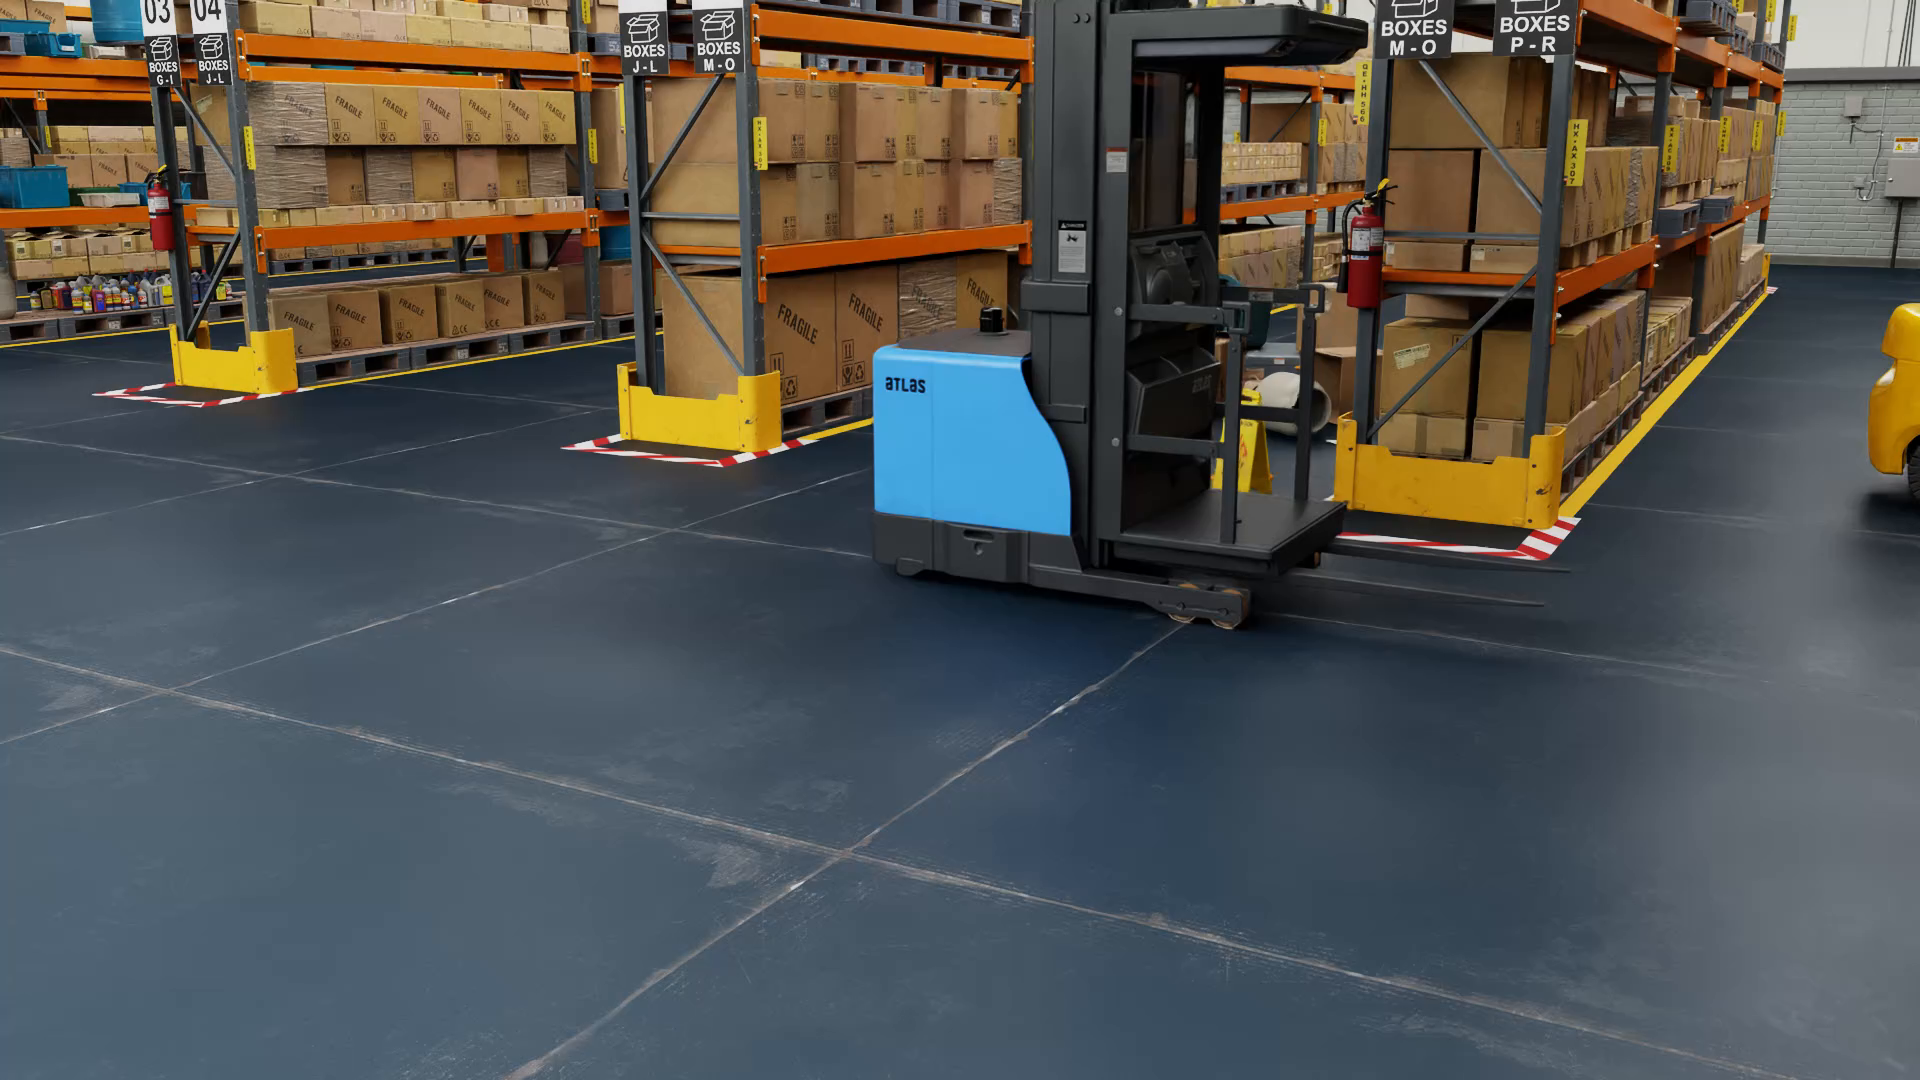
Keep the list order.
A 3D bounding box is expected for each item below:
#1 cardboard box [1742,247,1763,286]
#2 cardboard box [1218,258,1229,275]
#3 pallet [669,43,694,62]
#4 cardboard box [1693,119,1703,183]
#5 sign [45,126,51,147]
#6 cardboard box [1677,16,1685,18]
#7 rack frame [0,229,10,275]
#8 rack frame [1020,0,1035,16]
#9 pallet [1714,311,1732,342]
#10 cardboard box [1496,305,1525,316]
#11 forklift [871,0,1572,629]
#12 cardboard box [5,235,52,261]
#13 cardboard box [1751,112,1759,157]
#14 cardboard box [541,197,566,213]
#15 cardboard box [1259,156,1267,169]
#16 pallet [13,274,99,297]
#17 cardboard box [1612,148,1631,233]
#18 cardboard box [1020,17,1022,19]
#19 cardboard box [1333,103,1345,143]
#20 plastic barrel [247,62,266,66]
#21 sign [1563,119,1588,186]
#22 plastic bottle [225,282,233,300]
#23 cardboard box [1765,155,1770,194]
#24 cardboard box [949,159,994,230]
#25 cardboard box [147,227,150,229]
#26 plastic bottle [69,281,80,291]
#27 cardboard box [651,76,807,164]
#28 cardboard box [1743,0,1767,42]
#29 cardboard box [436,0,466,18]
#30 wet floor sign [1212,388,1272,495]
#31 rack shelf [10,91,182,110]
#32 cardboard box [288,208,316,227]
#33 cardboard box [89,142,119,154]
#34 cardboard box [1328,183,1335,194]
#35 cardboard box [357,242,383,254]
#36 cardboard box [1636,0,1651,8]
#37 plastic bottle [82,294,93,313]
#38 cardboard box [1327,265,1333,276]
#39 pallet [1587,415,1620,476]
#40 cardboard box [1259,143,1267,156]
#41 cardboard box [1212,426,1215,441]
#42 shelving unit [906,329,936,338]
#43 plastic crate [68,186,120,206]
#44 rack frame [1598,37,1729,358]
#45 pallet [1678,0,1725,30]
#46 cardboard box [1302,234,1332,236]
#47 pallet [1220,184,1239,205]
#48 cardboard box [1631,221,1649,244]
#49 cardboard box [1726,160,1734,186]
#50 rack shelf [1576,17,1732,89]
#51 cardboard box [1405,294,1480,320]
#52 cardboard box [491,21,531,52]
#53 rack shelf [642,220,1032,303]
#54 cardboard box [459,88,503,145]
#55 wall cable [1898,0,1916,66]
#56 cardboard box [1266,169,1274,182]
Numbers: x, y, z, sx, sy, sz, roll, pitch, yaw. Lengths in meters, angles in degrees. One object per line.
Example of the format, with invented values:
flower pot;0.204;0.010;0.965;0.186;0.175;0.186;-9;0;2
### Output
cardboard box;9.694;-3.499;21.218;0.875;0.438;0.875;8;16;30
cardboard box;2.676;-2.880;18.517;0.500;0.500;0.500;7;15;26
pallet;-3.225;-5.231;17.834;1.213;0.211;1.003;7;15;28
cardboard box;5.769;-3.184;13.598;0.500;0.500;0.500;7;15;26
sign;-14.710;-6.506;26.818;0.100;0.325;0.005;7;15;28
cardboard box;5.781;-4.427;13.876;0.797;0.503;0.637;7;15;28
rack frame;-12.786;-4.660;21.463;1.000;3.000;0.127;7;15;28
rack frame;0.178;-5.871;13.684;1.000;3.000;0.127;7;15;28
pallet;7.531;-2.282;17.547;1.003;0.211;1.213;7;15;28
cardboard box;3.284;-1.230;10.604;0.500;0.500;0.500;7;15;27
forklift;1.125;-1.193;7.227;3.031;2.935;1.130;7;15;28
cardboard box;-12.368;-3.857;21.905;0.500;0.311;0.500;7;15;28
cardboard box;8.869;-4.660;19.117;0.500;0.500;0.500;7;15;28
cardboard box;-4.091;-3.287;16.304;0.380;0.149;0.250;7;15;28
cardboard box;3.391;-4.447;19.585;0.380;0.149;0.250;7;15;28
pallet;-12.464;-3.460;22.435;1.003;0.211;1.213;7;15;28
cardboard box;3.829;-2.169;10.282;0.500;0.500;0.500;7;15;27
cardboard box;0.582;-4.870;15.146;0.500;0.250;0.500;7;15;28
cardboard box;4.714;-5.448;21.749;0.500;0.500;0.500;7;15;26
plastic barrel;-8.395;-5.929;19.256;0.600;0.901;0.708;7;15;28
sign;3.101;-1.953;8.386;0.100;0.325;0.005;7;15;28
plastic bottle;-8.354;-2.842;18.953;0.097;0.201;0.097;0;14;0
cardboard box;10.103;-4.694;21.392;0.500;0.500;0.500;7;15;27
cardboard box;-0.236;-2.835;13.571;0.875;0.550;0.550;7;15;28
cardboard box;-11.609;-4.438;24.315;0.500;0.311;0.500;7;15;27
plastic bottle;-9.668;-2.671;18.084;0.152;0.276;0.135;7;15;26
cardboard box;-1.543;-2.803;11.136;0.875;0.550;0.550;7;15;28
cardboard box;8.895;-5.912;18.932;0.500;0.500;0.500;8;16;29
cardboard box;-4.652;-4.746;14.887;0.380;0.149;0.250;8;16;31
wet floor sign;1.597;-0.531;9.360;0.232;0.644;0.267;-12;18;-40
rack shelf;-14.223;-7.560;28.626;1.077;0.370;4.000;7;15;28
cardboard box;-5.565;-2.675;13.764;0.380;0.149;0.250;7;15;28
cardboard box;-14.470;-6.421;27.877;0.500;0.500;0.500;8;16;30
cardboard box;4.748;-4.672;22.047;0.380;0.149;0.250;7;15;26
cardboard box;-9.639;-4.858;26.680;0.500;0.500;0.500;7;15;26
cardboard box;4.164;-3.441;10.544;0.380;0.149;0.250;8;16;30
plastic bottle;-9.186;-2.489;17.489;0.097;0.201;0.097;0;14;0
cardboard box;4.784;-3.621;22.341;0.380;0.149;0.250;7;15;27
pallet;3.677;-0.665;10.843;1.003;0.211;1.213;7;15;28
cardboard box;3.391;-4.595;19.563;0.380;0.149;0.250;7;15;26
cardboard box;1.491;-0.705;11.141;0.250;0.149;0.380;-8;16;-30
shelving unit;-0.119;-0.542;8.539;0.215;1.050;0.252;8;16;31
plastic crate;-9.355;-3.748;18.134;0.450;0.188;0.662;7;15;28
rack frame;6.493;-3.235;15.551;1.000;3.000;0.127;7;15;28
pallet;4.951;-3.896;12.292;1.213;0.211;1.003;7;15;28
cardboard box;5.166;-4.347;24.083;0.380;0.149;0.250;7;15;28
pallet;2.362;-3.840;18.470;1.213;0.211;1.003;7;15;28
cardboard box;4.556;-2.139;11.544;0.380;0.149;0.250;8;16;29
cardboard box;7.457;-3.688;16.683;0.500;0.250;0.500;7;15;28
rack shelf;5.526;-3.933;13.581;1.077;0.370;4.000;7;15;28
cardboard box;2.904;-1.418;10.000;0.380;0.149;0.250;8;16;30
cardboard box;-4.369;-4.693;15.520;0.500;0.250;0.500;8;16;29
rack shelf;-0.789;-2.194;12.769;1.077;0.370;4.000;7;15;28
cardboard box;-4.575;-3.887;15.277;0.500;0.500;0.500;7;15;28
wall cable;15.941;-8.601;24.927;2.988;3.039;0.133;7;15;28
cardboard box;3.528;-4.360;19.859;0.380;0.149;0.250;7;15;26
